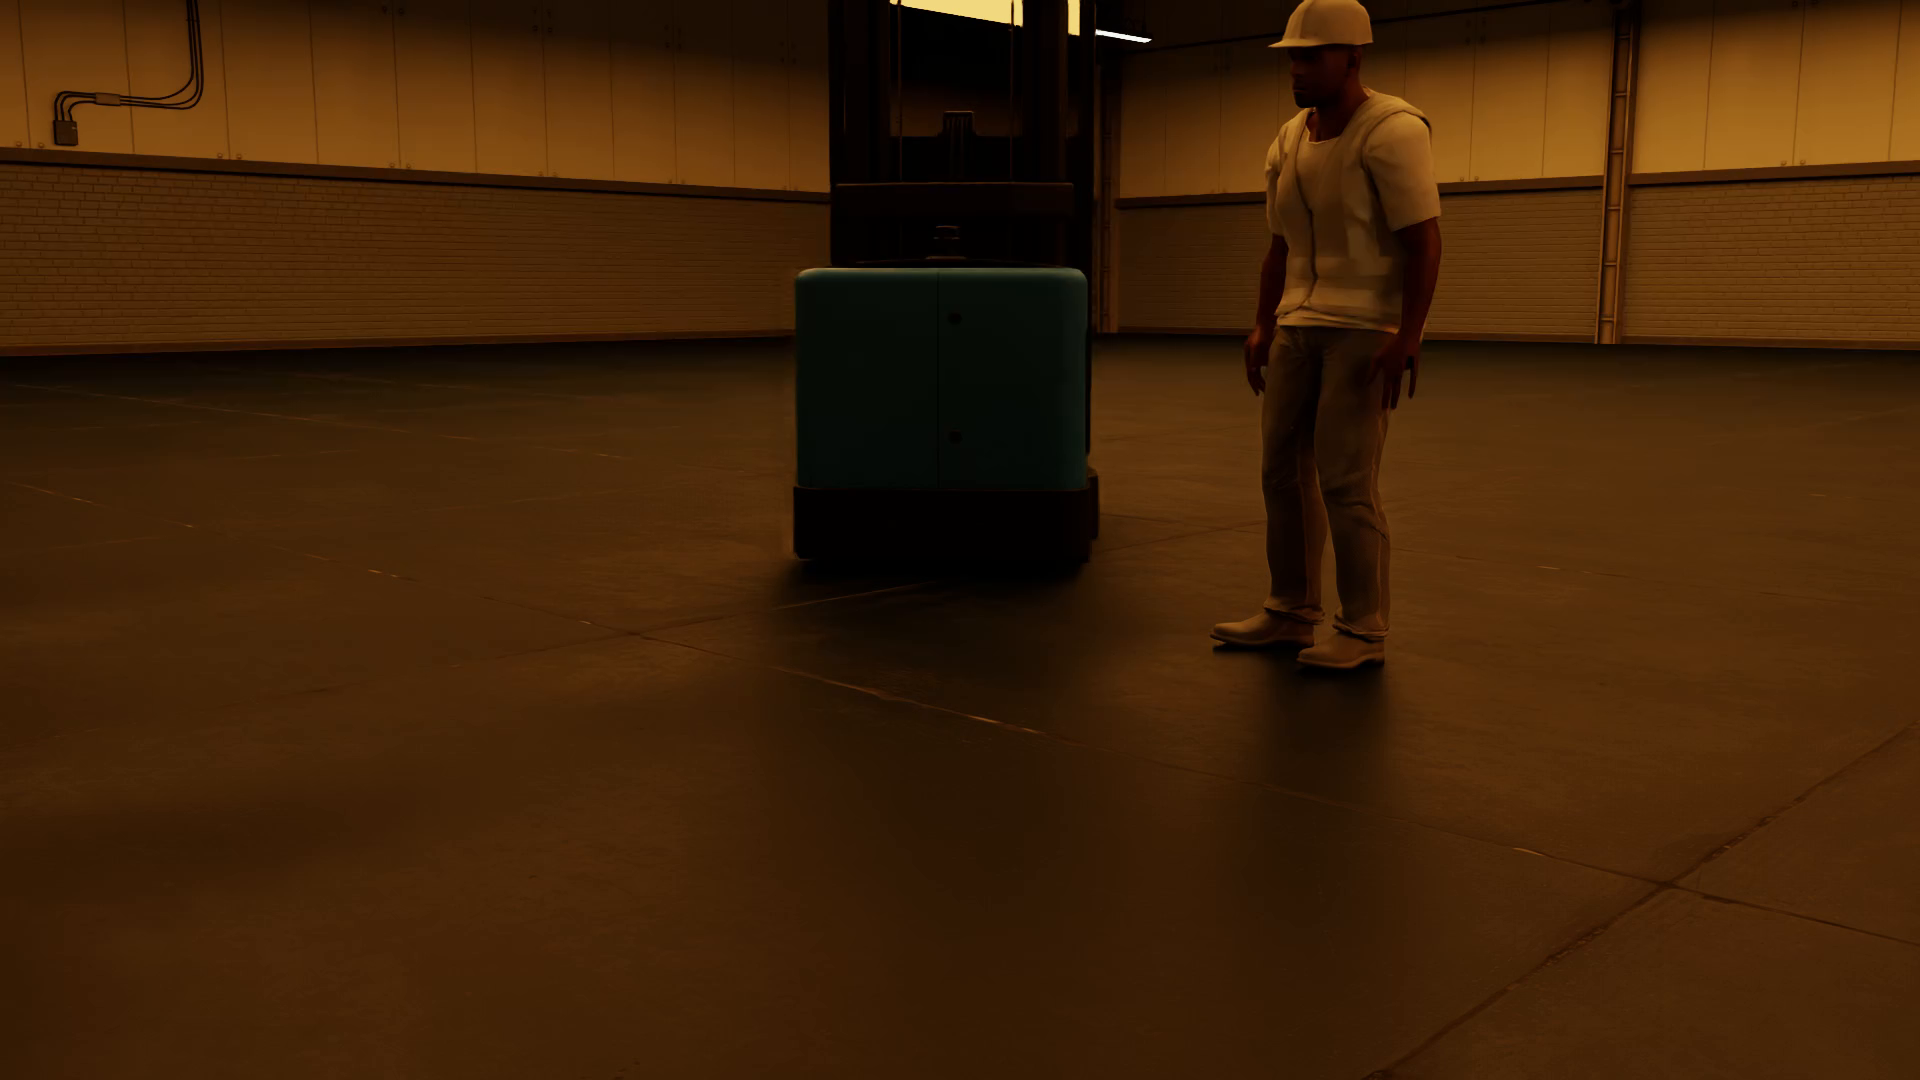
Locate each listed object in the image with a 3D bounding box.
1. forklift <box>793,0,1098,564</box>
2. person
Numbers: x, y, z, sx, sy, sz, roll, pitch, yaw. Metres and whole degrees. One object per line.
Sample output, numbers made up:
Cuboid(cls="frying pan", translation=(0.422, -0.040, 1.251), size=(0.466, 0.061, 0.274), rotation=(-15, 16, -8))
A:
Cuboid(cls="forklift", translation=(0.023, -1.542, 7.113), size=(1.130, 2.935, 3.031), rotation=(1, 9, 4))
Cuboid(cls="person", translation=(0.989, -0.545, 4.445), size=(0.462, 1.759, 0.628), rotation=(-5, 10, -28))
